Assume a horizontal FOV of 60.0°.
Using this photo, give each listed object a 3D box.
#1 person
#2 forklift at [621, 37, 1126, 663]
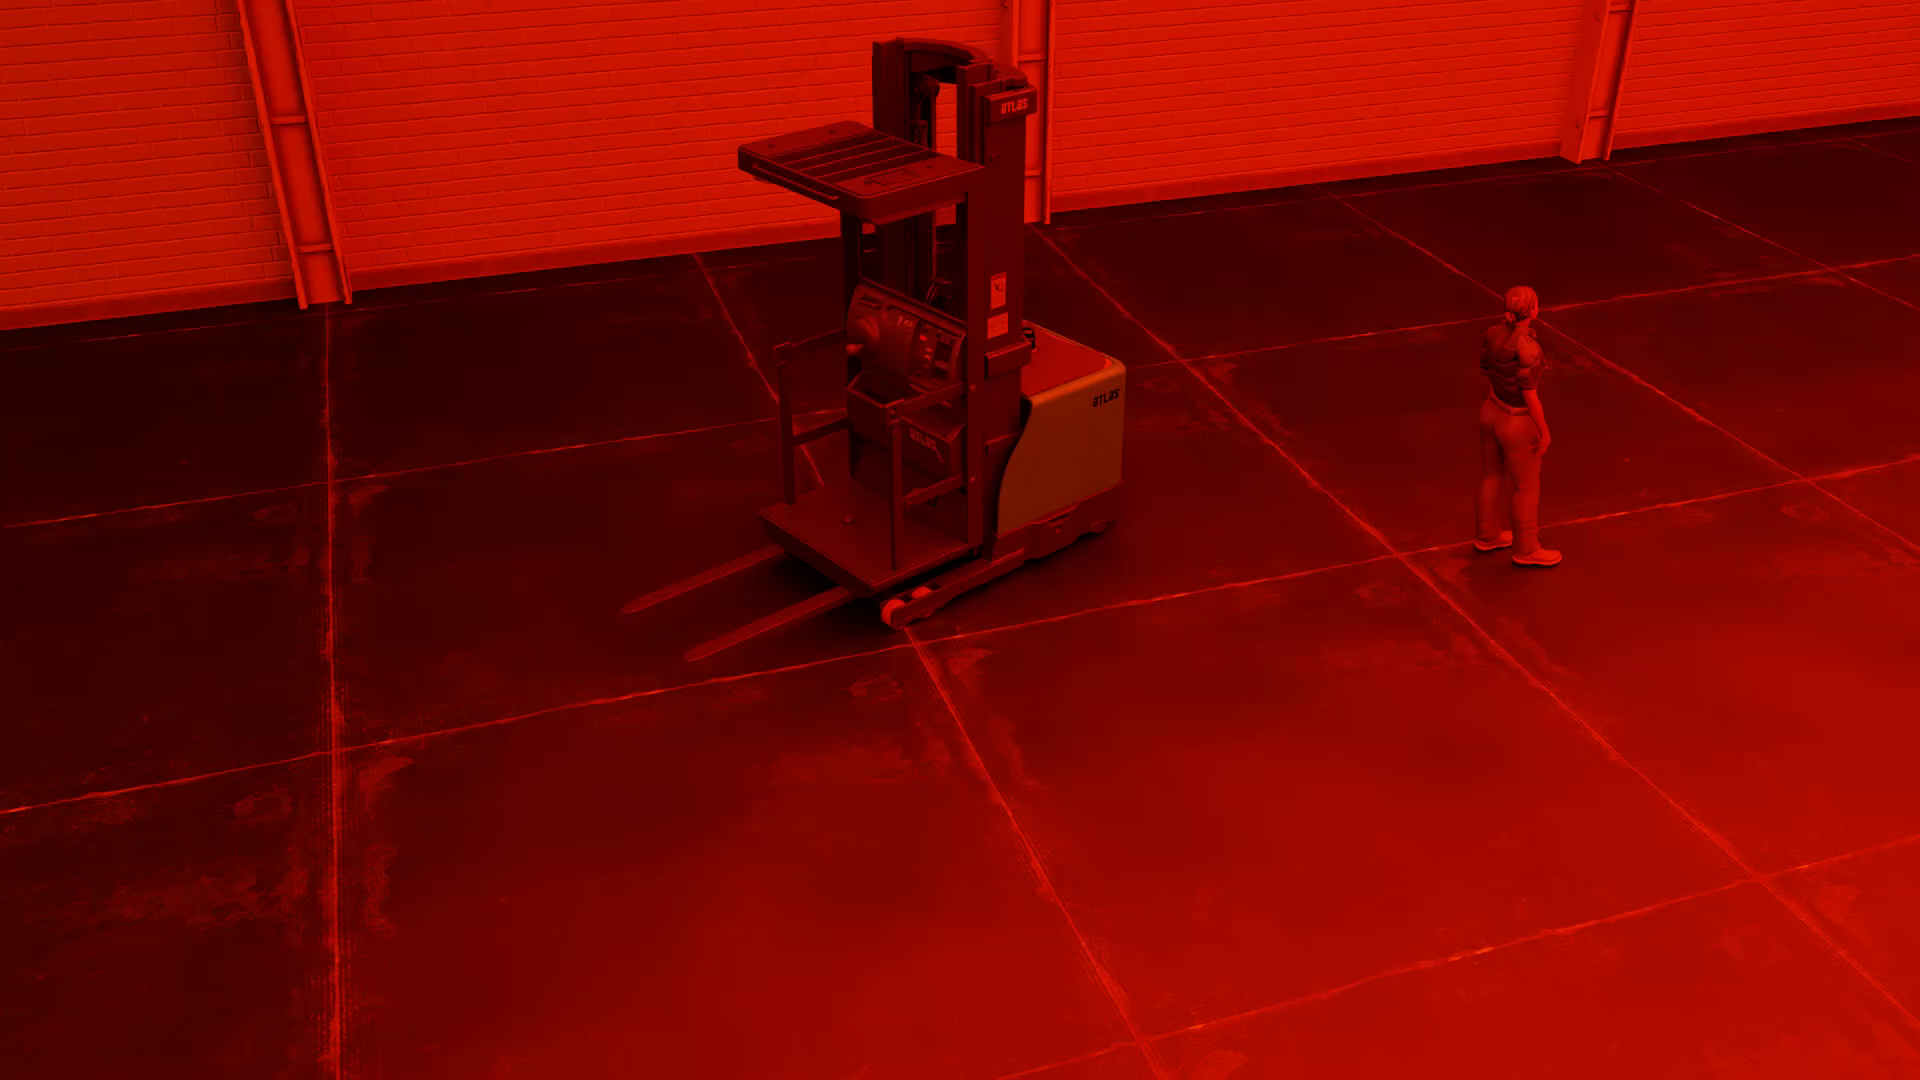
[{"bbox_3d":[3.224,-0.669,9.515,0.503,1.656,0.570,-10,31,-17],"label":"person"},{"bbox_3d":[-0.461,-1.072,8.951,3.031,2.935,1.130,-23,37,-34],"label":"forklift"}]
